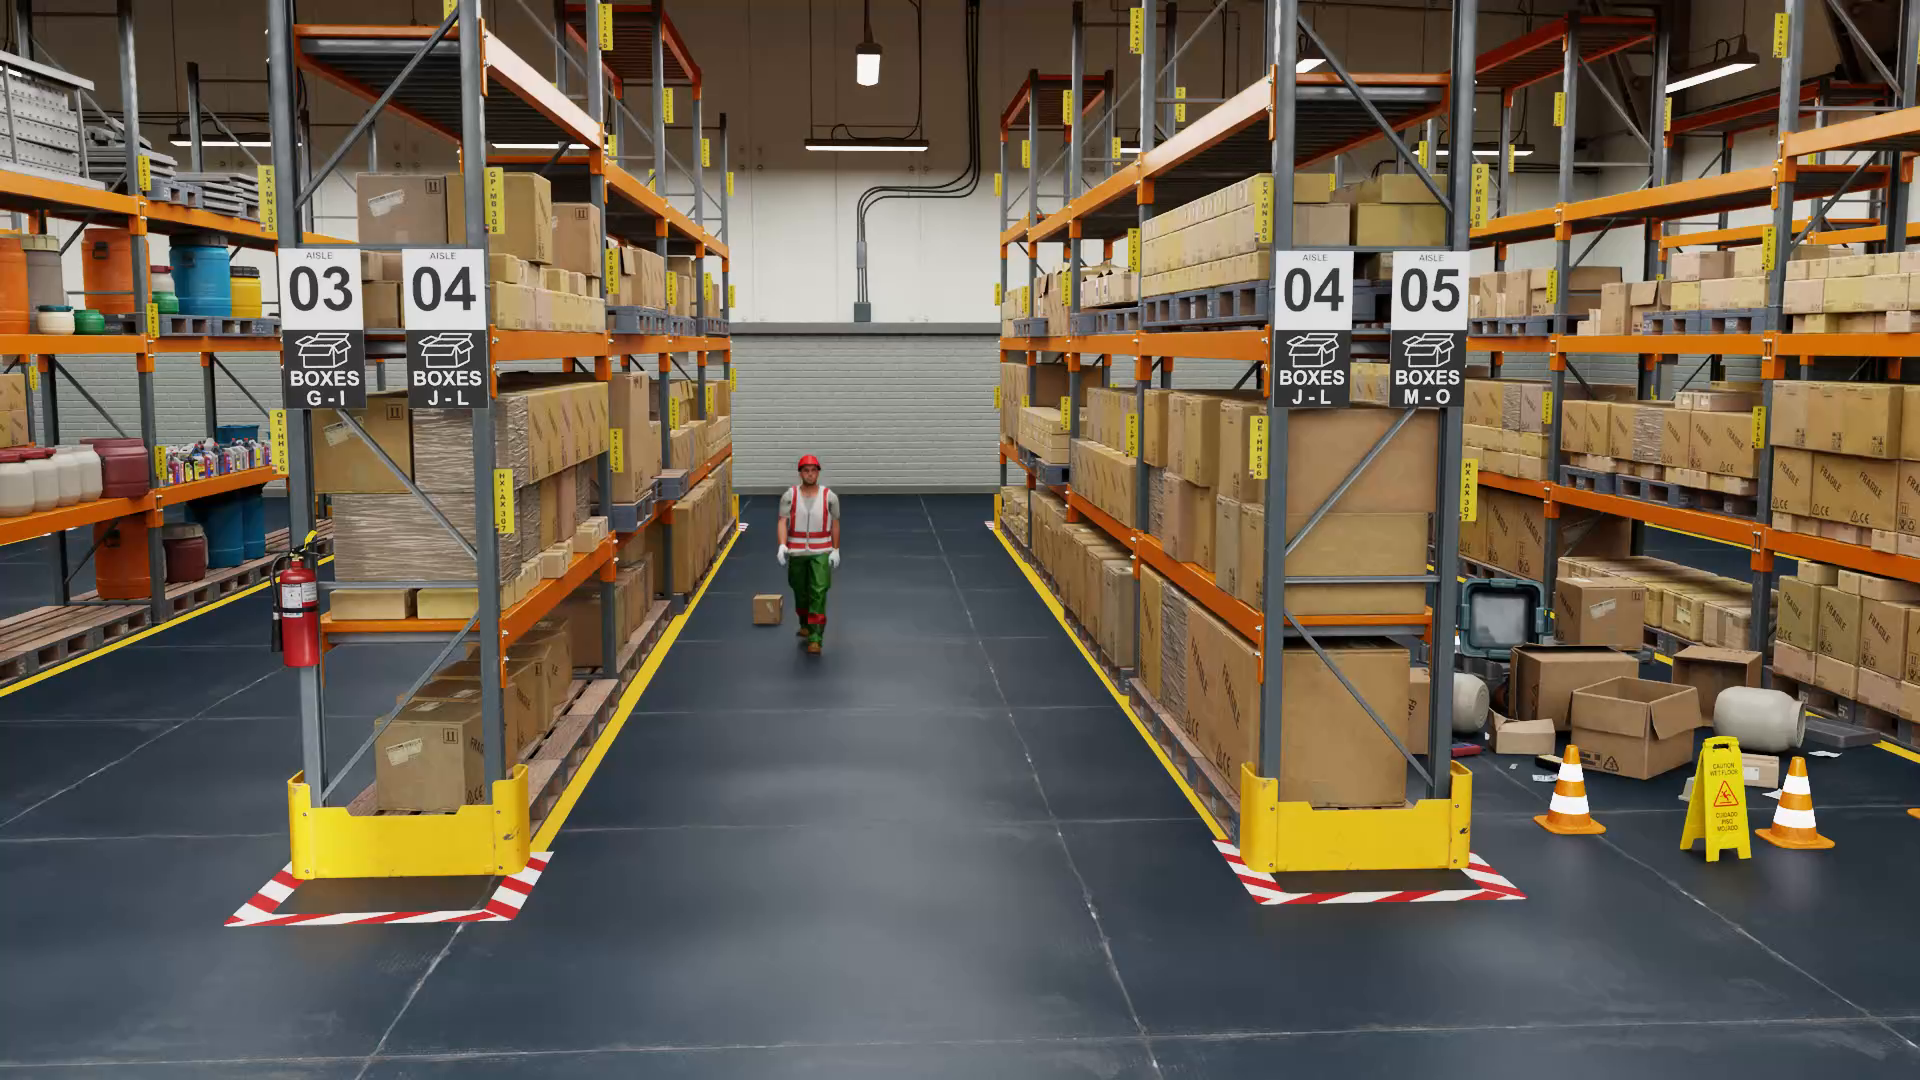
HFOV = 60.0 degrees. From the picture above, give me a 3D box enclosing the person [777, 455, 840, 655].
[{"bbox_3d":[-1.344,0.115,14.718,0.538,1.735,1.089,0,7,1],"label":"person"}]
